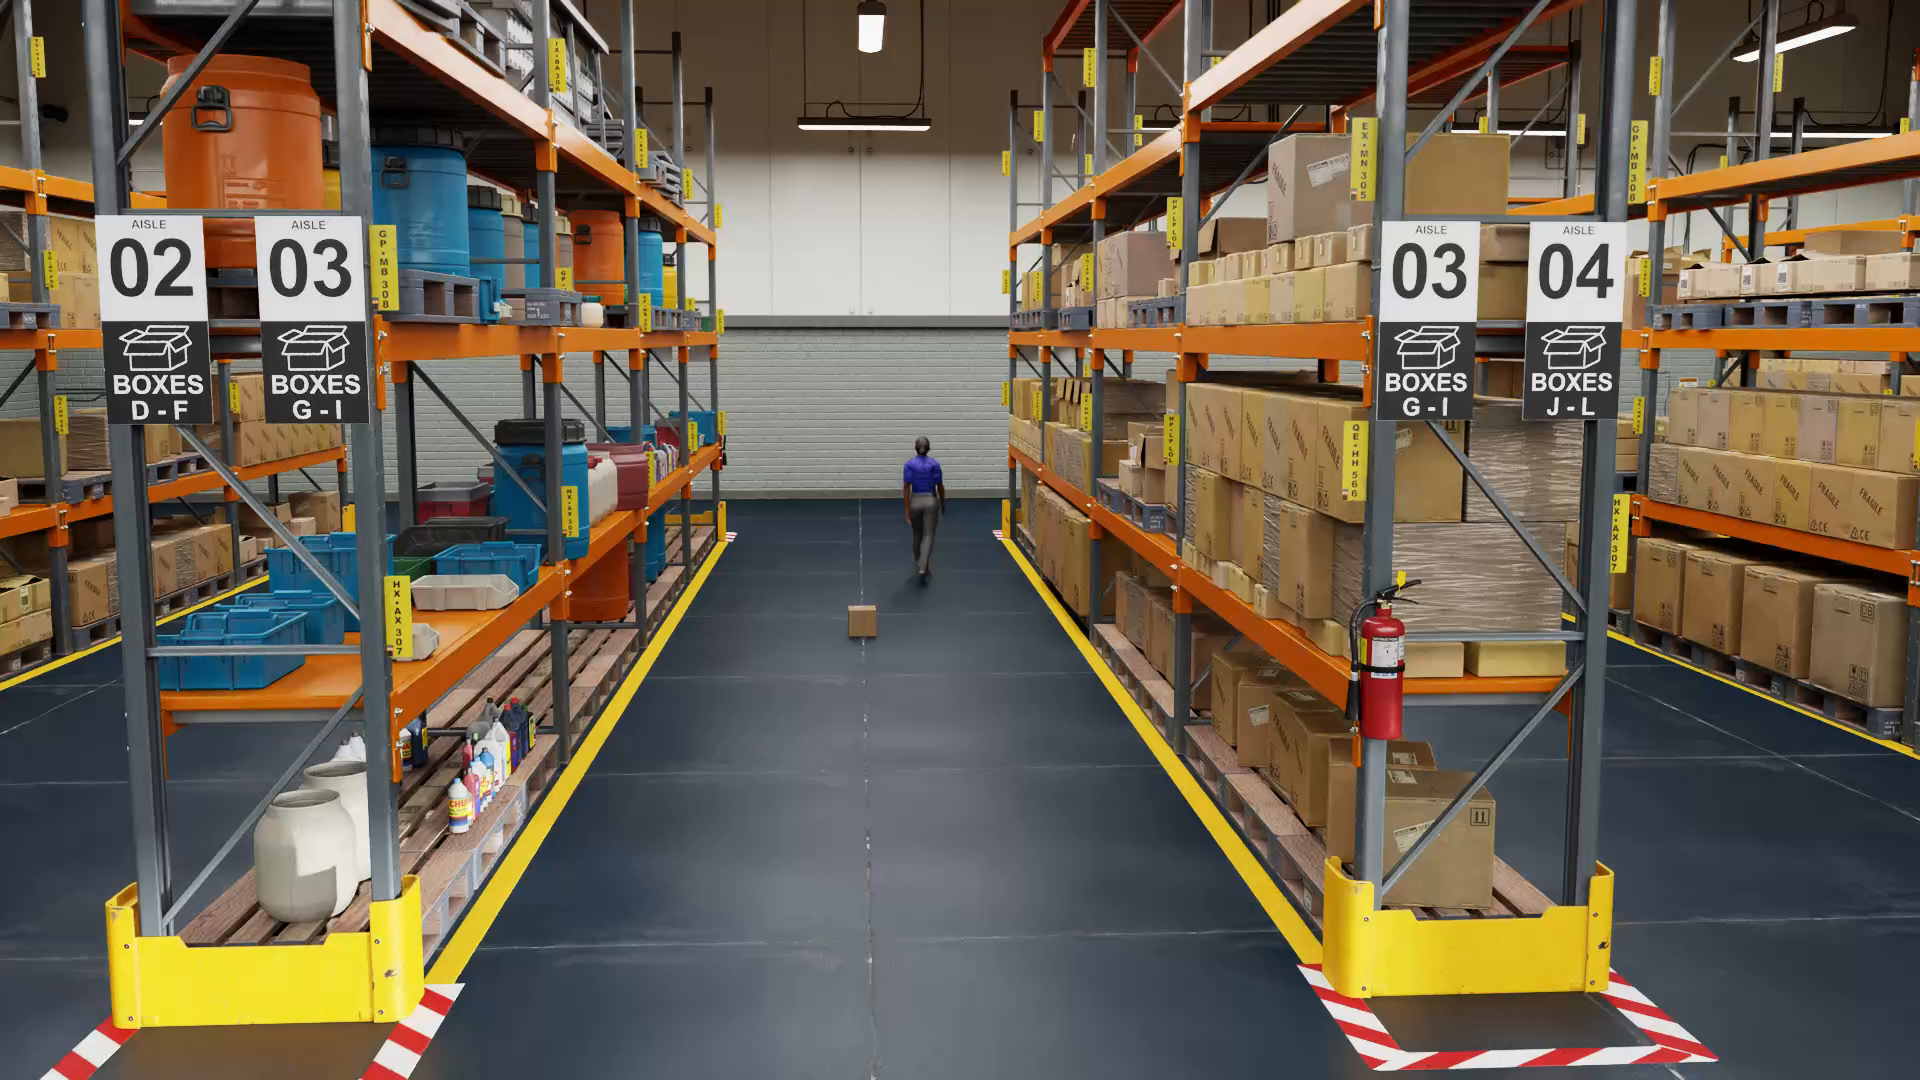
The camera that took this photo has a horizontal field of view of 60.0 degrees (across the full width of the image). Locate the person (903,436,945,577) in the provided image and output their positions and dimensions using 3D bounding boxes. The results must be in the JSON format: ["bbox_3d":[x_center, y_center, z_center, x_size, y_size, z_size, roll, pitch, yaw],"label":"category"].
[{"bbox_3d":[-0.401,-0.387,18.926,0.446,1.600,0.988,1,7,12],"label":"person"}]
